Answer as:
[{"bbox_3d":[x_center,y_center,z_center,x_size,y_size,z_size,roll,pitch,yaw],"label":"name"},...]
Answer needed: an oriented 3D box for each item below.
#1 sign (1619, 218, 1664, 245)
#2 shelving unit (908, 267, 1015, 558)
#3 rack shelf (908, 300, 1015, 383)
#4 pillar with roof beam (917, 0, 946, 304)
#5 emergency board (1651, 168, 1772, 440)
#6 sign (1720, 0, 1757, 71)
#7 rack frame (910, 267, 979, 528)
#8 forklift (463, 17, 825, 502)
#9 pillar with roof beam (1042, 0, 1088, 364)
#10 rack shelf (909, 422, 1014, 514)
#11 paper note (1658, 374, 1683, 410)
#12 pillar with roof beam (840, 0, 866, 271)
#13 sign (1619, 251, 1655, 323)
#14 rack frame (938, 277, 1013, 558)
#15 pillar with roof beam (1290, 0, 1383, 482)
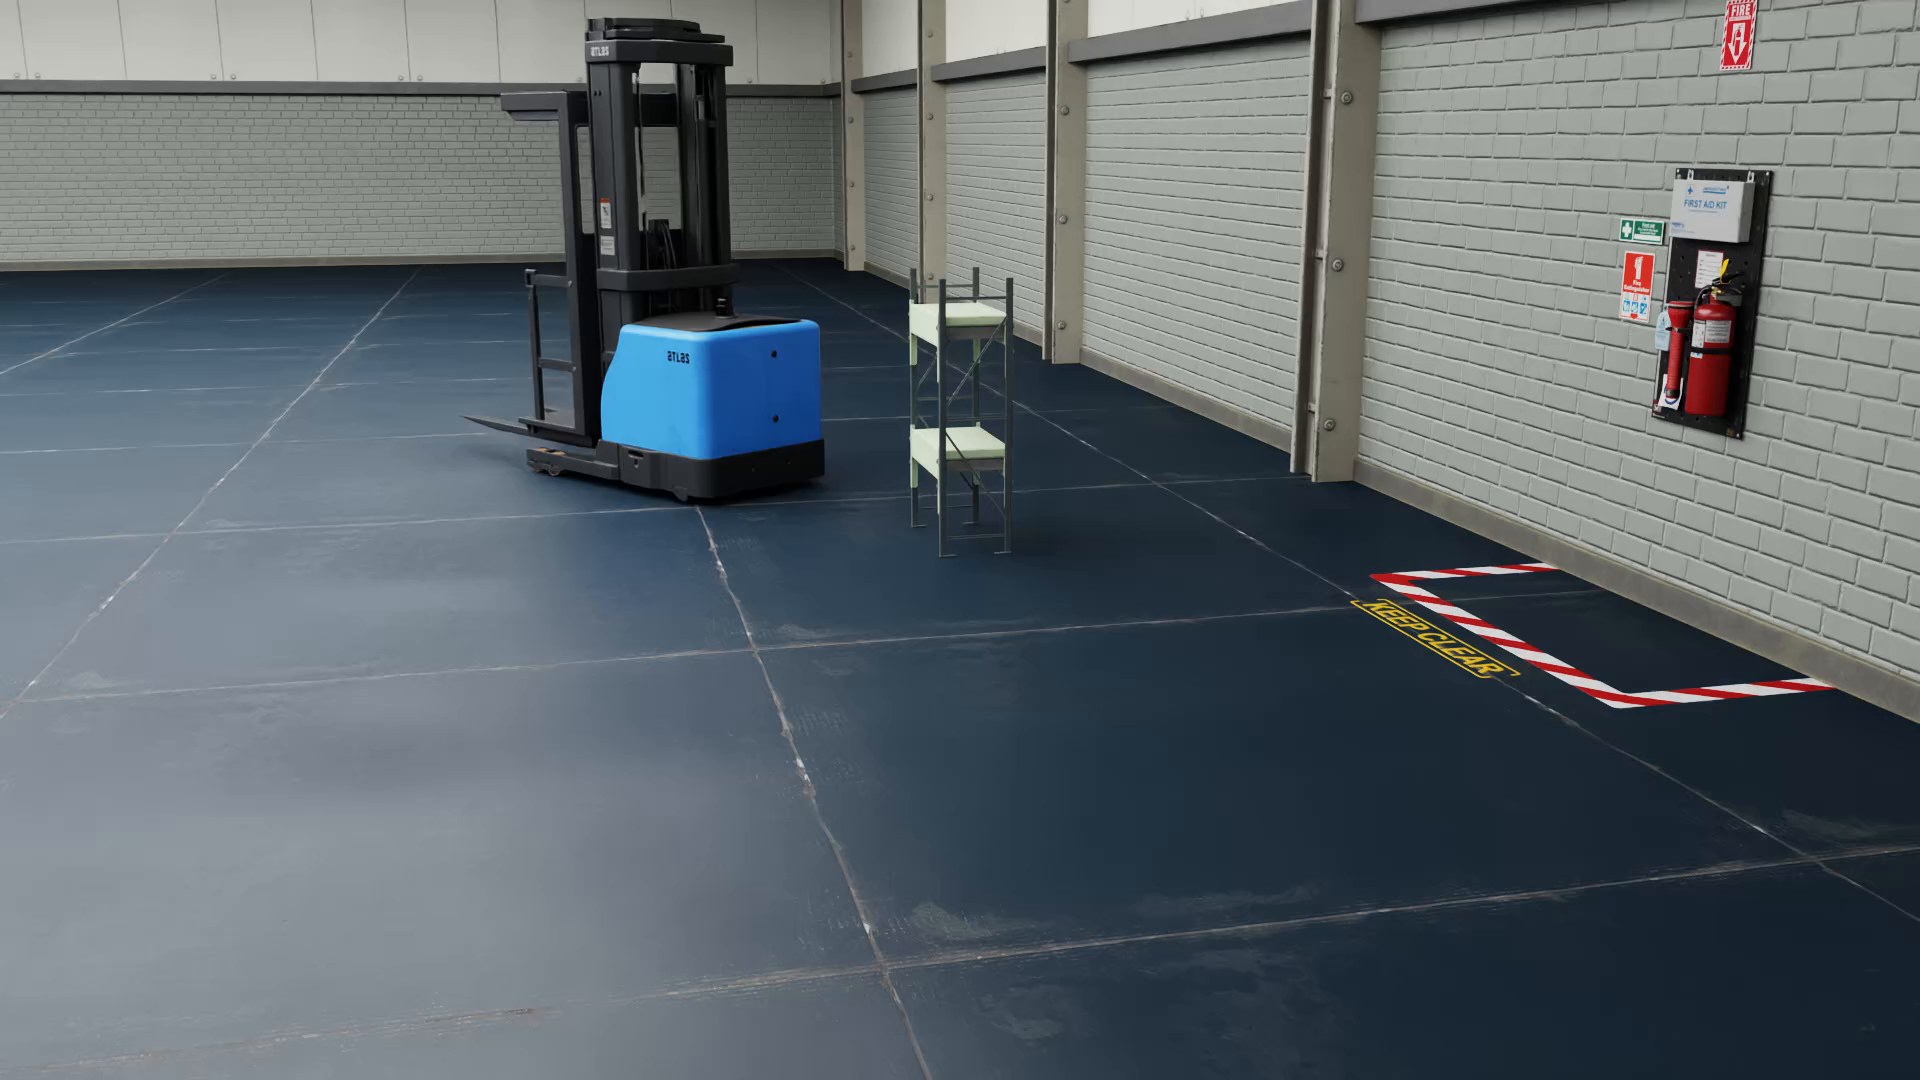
[{"bbox_3d":[3.277,-1.487,8.000,0.001,0.109,0.331,-3,14,-13],"label":"sign"},{"bbox_3d":[-0.002,-0.730,9.255,0.431,1.500,0.755,-3,14,-13],"label":"shelving unit"},{"bbox_3d":[-0.002,-1.109,9.163,0.431,0.370,0.720,-3,14,-13],"label":"rack shelf"},{"bbox_3d":[-4.555,-7.335,20.488,9.100,9.000,0.400,-3,14,-13],"label":"pillar with roof beam"},{"bbox_3d":[3.314,-1.080,7.527,0.194,1.169,0.643,-3,14,-13],"label":"emergency board"},{"bbox_3d":[3.409,-2.214,7.283,0.001,0.298,0.199,-3,14,-13],"label":"sign"},{"bbox_3d":[-0.088,-0.815,9.601,0.400,1.500,0.023,-3,14,-13],"label":"rack frame"},{"bbox_3d":[-2.310,-1.934,11.167,3.031,2.935,1.130,12,18,41],"label":"forklift"},{"bbox_3d":[-3.146,-5.950,14.822,9.100,9.000,0.400,-3,14,-13],"label":"pillar with roof beam"},{"bbox_3d":[-0.002,-0.413,9.333,0.431,0.370,0.720,-3,14,-13],"label":"rack shelf"},{"bbox_3d":[3.339,-0.697,7.815,0.016,0.148,0.142,-3,14,-13],"label":"paper note"},{"bbox_3d":[-5.964,-8.719,26.153,9.100,9.000,0.400,-3,14,-13],"label":"pillar with roof beam"},{"bbox_3d":[3.284,-1.231,8.069,0.001,0.329,0.234,-3,14,-13],"label":"sign"},{"bbox_3d":[0.084,-0.646,8.910,0.400,1.500,0.023,-3,14,-13],"label":"rack frame"},{"bbox_3d":[-1.737,-4.566,9.157,9.100,9.000,0.400,-3,14,-13],"label":"pillar with roof beam"}]
